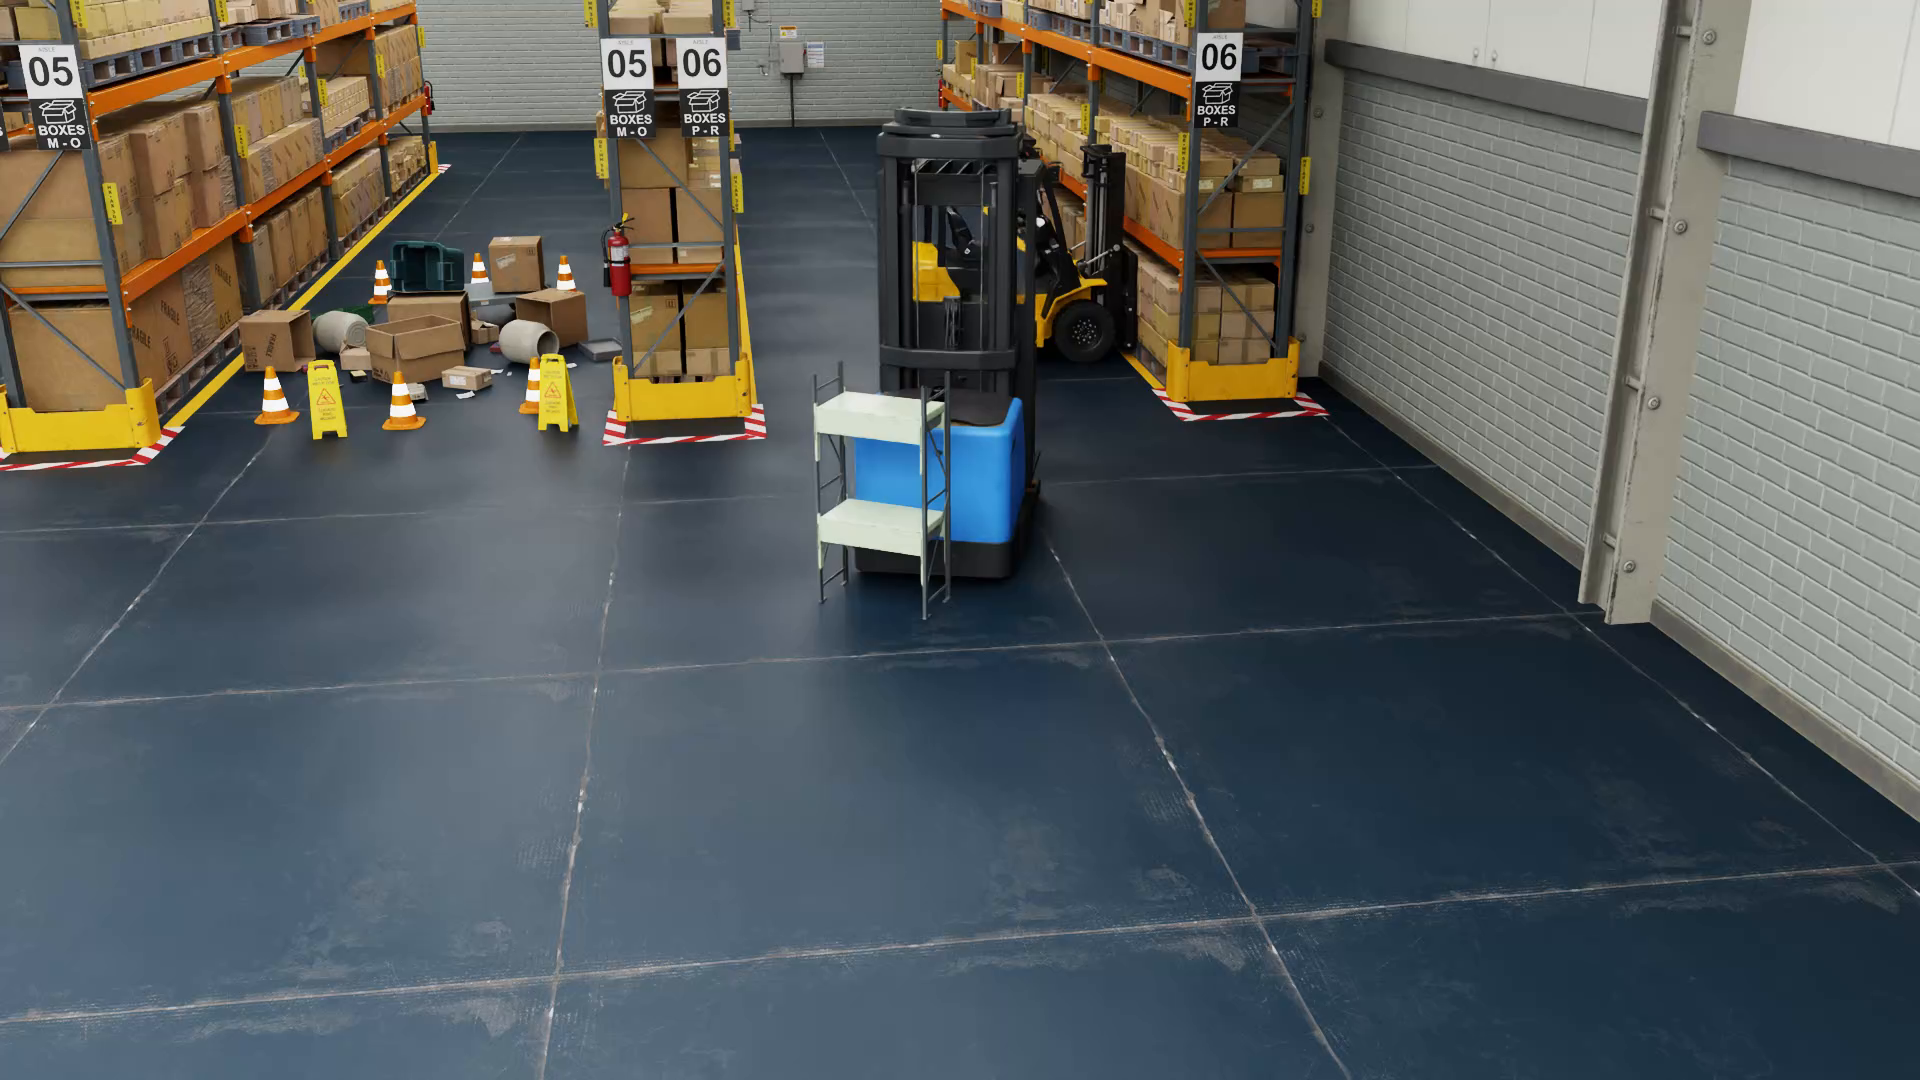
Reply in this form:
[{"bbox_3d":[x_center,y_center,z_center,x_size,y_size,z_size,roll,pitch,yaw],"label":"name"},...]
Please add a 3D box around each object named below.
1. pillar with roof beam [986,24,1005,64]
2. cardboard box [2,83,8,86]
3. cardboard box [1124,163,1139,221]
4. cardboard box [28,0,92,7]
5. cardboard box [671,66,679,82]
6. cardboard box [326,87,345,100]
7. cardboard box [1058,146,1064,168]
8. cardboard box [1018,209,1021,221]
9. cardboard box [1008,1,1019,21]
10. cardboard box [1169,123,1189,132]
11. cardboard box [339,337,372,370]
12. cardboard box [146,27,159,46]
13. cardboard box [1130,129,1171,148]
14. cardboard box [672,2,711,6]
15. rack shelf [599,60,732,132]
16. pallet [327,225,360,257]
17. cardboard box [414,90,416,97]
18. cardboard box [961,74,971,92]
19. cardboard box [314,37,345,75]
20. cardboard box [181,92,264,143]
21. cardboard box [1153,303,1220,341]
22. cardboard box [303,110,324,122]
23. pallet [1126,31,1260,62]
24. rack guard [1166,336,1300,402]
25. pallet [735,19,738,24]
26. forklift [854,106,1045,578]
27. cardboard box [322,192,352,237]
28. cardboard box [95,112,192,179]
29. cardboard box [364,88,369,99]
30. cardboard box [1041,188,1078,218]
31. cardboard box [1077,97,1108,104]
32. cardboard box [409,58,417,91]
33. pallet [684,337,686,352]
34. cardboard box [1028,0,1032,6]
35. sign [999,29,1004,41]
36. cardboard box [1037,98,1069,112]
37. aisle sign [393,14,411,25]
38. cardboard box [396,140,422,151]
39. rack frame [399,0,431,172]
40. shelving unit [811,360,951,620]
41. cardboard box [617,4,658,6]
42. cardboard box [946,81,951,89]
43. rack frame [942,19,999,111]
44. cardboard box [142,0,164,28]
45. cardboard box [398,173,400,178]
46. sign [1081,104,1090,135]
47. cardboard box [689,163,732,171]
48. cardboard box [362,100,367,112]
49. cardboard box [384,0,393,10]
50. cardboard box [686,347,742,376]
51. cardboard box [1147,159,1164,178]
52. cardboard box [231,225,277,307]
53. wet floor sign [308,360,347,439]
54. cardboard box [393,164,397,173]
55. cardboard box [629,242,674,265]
[{"bbox_3d":[-3.575,-11.860,30.610,9.100,9.000,0.400,-3,21,-8],"label":"pillar with roof beam"},{"bbox_3d":[-13.775,-6.751,24.222,0.500,0.500,0.500,-3,21,-8],"label":"cardboard box"},{"bbox_3d":[1.935,-3.484,16.613,0.500,0.500,0.500,-3,21,-7],"label":"cardboard box"},{"bbox_3d":[-7.040,-4.248,12.993,0.380,0.149,0.250,-3,21,-7],"label":"cardboard box"},{"bbox_3d":[-2.276,-4.002,14.216,0.380,0.149,0.250,-4,21,-9],"label":"cardboard box"},{"bbox_3d":[-8.558,-6.051,22.539,0.380,0.149,0.250,-3,21,-9],"label":"cardboard box"},{"bbox_3d":[1.461,-4.572,19.884,0.500,0.250,0.500,-3,21,-7],"label":"cardboard box"},{"bbox_3d":[1.062,-4.680,22.931,0.500,0.500,0.500,-2,21,-6],"label":"cardboard box"},{"bbox_3d":[0.948,-7.193,22.614,0.500,0.250,0.500,-3,21,-8],"label":"cardboard box"},{"bbox_3d":[2.402,-4.265,17.353,0.380,0.149,0.250,-3,21,-9],"label":"cardboard box"},{"bbox_3d":[-5.813,-1.814,16.194,0.396,0.266,0.258,1,20,2],"label":"cardboard box"},{"bbox_3d":[-7.258,-4.403,14.547,0.380,0.149,0.250,-3,21,-7],"label":"cardboard box"},{"bbox_3d":[1.929,-4.056,16.794,0.380,0.149,0.250,-3,21,-8],"label":"cardboard box"},{"bbox_3d":[-2.572,-5.084,15.974,0.380,0.149,0.250,-3,21,-9],"label":"cardboard box"},{"bbox_3d":[-2.711,-4.258,15.569,1.077,0.370,4.000,-3,21,-8],"label":"rack shelf"},{"bbox_3d":[-8.571,-3.946,21.981,1.003,0.211,1.213,-3,21,-8],"label":"pallet"},{"bbox_3d":[-9.287,-7.448,27.729,0.380,0.149,0.250,-3,21,-8],"label":"cardboard box"},{"bbox_3d":[0.298,-7.482,27.252,0.500,0.250,0.500,-3,21,-8],"label":"cardboard box"},{"bbox_3d":[-9.372,-7.171,24.631,0.500,0.500,0.500,-4,21,-10],"label":"cardboard box"},{"bbox_3d":[-8.109,-4.637,18.272,0.700,0.500,0.500,-3,21,-7],"label":"cardboard box"},{"bbox_3d":[2.109,-2.044,15.517,0.500,0.250,0.500,-3,21,-8],"label":"cardboard box"},{"bbox_3d":[-8.331,-5.378,21.162,0.380,0.149,0.250,-2,21,-5],"label":"cardboard box"},{"bbox_3d":[2.233,-4.782,16.071,1.003,0.211,1.213,-3,21,-8],"label":"pallet"},{"bbox_3d":[2.492,-1.569,15.203,1.175,0.500,0.348,-3,21,-8],"label":"rack guard"},{"bbox_3d":[-3.135,-5.777,18.878,1.213,0.211,1.003,-3,21,-8],"label":"pallet"},{"bbox_3d":[0.010,-1.602,11.817,1.130,2.935,3.031,3,21,7],"label":"forklift"},{"bbox_3d":[-8.309,-4.266,21.822,0.500,0.500,0.500,-4,21,-10],"label":"cardboard box"},{"bbox_3d":[-7.728,-3.665,15.485,0.875,0.550,0.550,-3,21,-8],"label":"cardboard box"},{"bbox_3d":[-8.784,-6.458,24.052,0.380,0.149,0.250,-2,21,-6],"label":"cardboard box"},{"bbox_3d":[1.514,-4.160,21.361,0.875,0.625,0.625,-2,21,-6],"label":"cardboard box"},{"bbox_3d":[1.708,-5.589,21.323,0.380,0.149,0.250,-3,21,-8],"label":"cardboard box"},{"bbox_3d":[-9.224,-7.617,27.255,0.500,0.500,0.500,-3,21,-9],"label":"cardboard box"},{"bbox_3d":[-2.688,-1.921,16.559,1.003,0.211,1.213,-3,21,-8],"label":"pallet"},{"bbox_3d":[1.085,-6.922,21.265,0.380,0.166,0.250,-3,21,-8],"label":"cardboard box"},{"bbox_3d":[0.734,-9.000,29.419,0.100,0.325,0.005,-3,21,-8],"label":"sign"},{"bbox_3d":[1.192,-5.564,21.256,0.380,0.149,0.250,-2,21,-6],"label":"cardboard box"},{"bbox_3d":[-9.326,-9.010,27.838,0.394,0.787,0.004,-3,21,-8],"label":"aisle sign"},{"bbox_3d":[-9.143,-6.548,27.585,0.380,0.149,0.250,-3,21,-9],"label":"cardboard box"},{"bbox_3d":[-9.613,-7.752,28.184,1.000,3.000,0.127,-3,21,-8],"label":"rack frame"},{"bbox_3d":[-0.484,-0.315,10.417,0.755,1.500,0.431,8,22,21],"label":"shelving unit"},{"bbox_3d":[-3.035,-4.969,15.666,0.380,0.149,0.250,-3,21,-9],"label":"cardboard box"},{"bbox_3d":[-0.042,-8.043,29.322,0.380,0.149,0.250,-3,21,-8],"label":"cardboard box"},{"bbox_3d":[0.182,-8.288,29.620,1.000,3.000,0.127,-3,21,-8],"label":"rack frame"},{"bbox_3d":[-7.341,-4.634,14.596,0.500,0.250,0.500,-3,21,-8],"label":"cardboard box"},{"bbox_3d":[-9.056,-5.723,26.226,0.380,0.149,0.250,-4,21,-10],"label":"cardboard box"},{"bbox_3d":[1.376,-4.608,18.225,0.100,0.325,0.005,-3,21,-8],"label":"sign"},{"bbox_3d":[-2.369,-3.217,15.473,0.500,0.500,0.500,-3,21,-9],"label":"cardboard box"},{"bbox_3d":[-8.745,-6.229,23.865,0.380,0.149,0.250,-3,21,-7],"label":"cardboard box"},{"bbox_3d":[-8.979,-8.230,25.391,0.500,0.250,0.500,-2,21,-5],"label":"cardboard box"},{"bbox_3d":[-2.265,-1.699,15.307,0.500,0.250,0.500,-3,21,-8],"label":"cardboard box"},{"bbox_3d":[2.009,-3.562,15.895,0.380,0.149,0.250,-4,21,-10],"label":"cardboard box"},{"bbox_3d":[-8.062,-2.950,17.944,1.050,0.750,0.750,-3,21,-8],"label":"cardboard box"},{"bbox_3d":[-5.343,-1.199,14.005,0.267,0.644,0.232,-7,21,-17],"label":"wet floor sign"},{"bbox_3d":[-9.004,-5.768,25.923,0.380,0.149,0.250,-4,21,-11],"label":"cardboard box"},{"bbox_3d":[-2.688,-2.498,14.476,0.380,0.149,0.250,-2,21,-6],"label":"cardboard box"}]
